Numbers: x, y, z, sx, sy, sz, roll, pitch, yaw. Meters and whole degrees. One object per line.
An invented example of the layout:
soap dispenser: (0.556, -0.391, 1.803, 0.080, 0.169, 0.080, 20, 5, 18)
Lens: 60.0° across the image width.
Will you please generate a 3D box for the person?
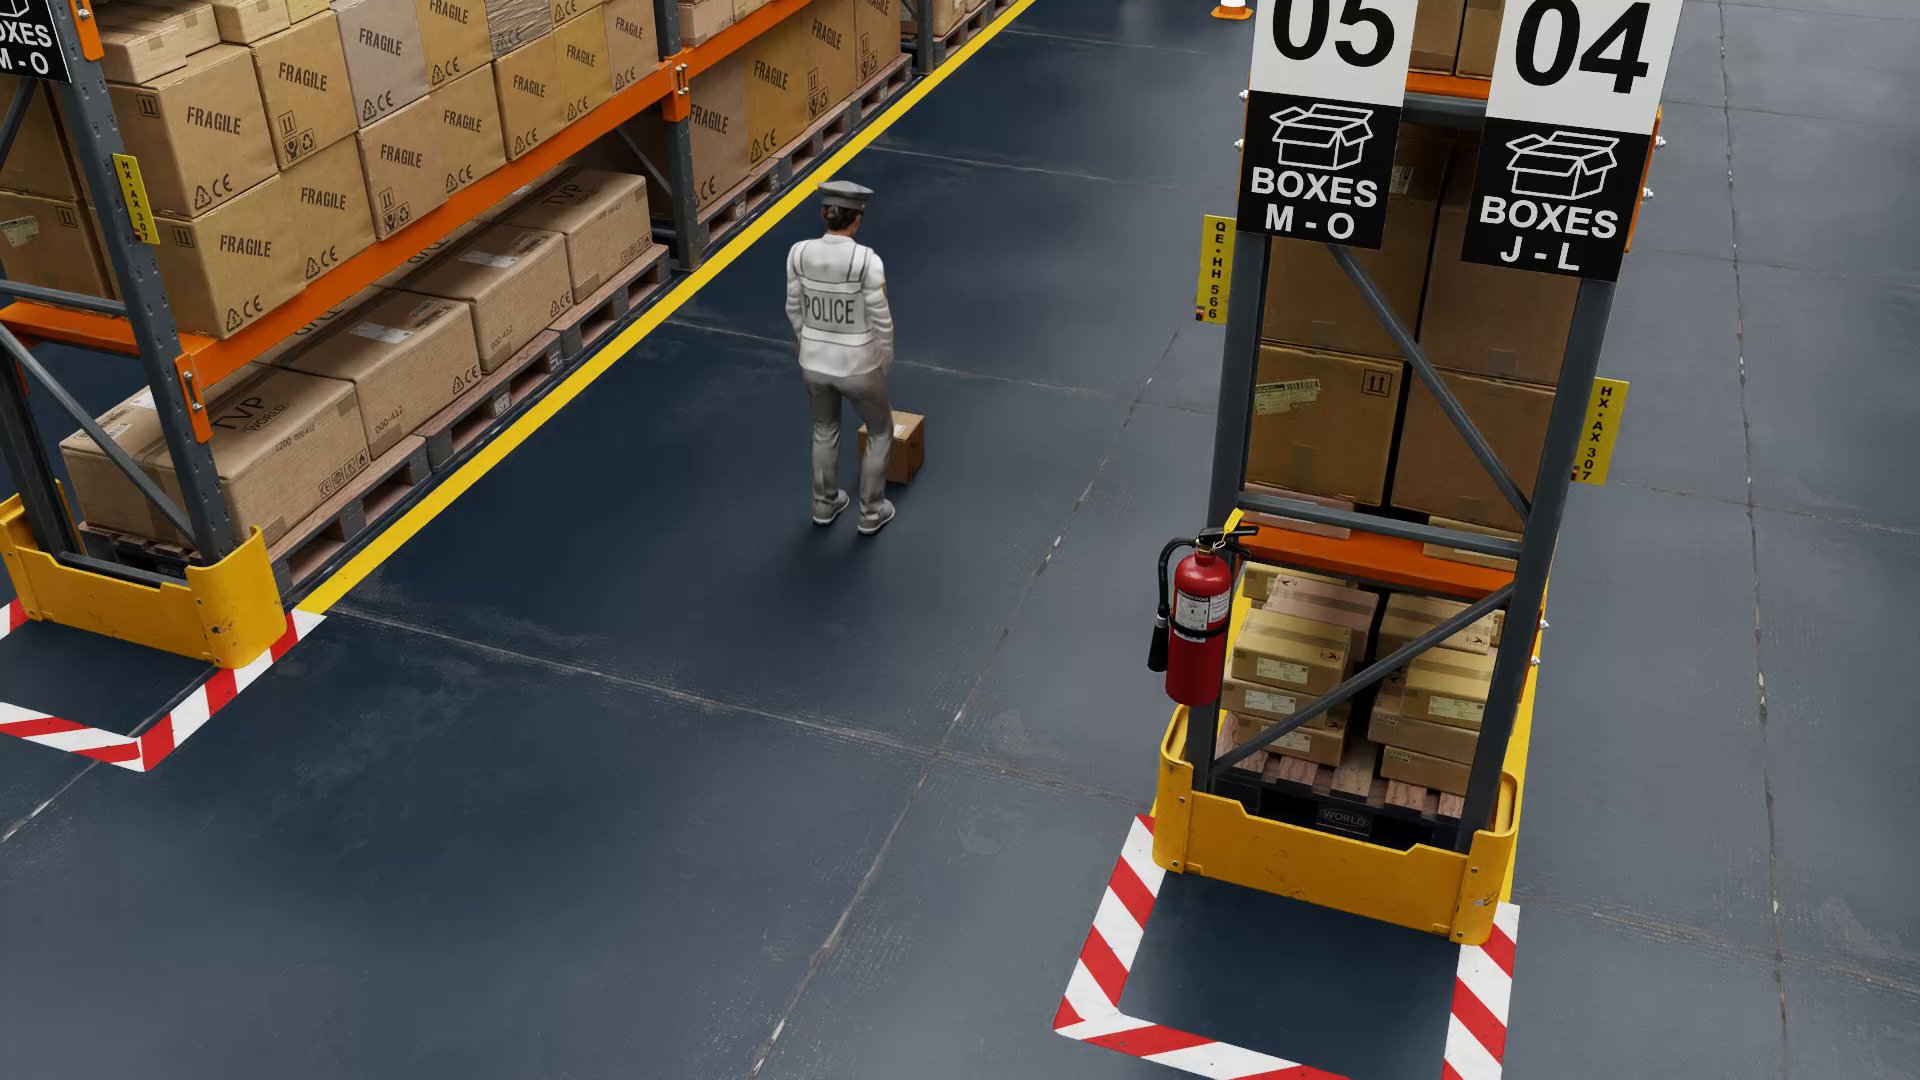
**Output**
person: (-0.523, -0.795, 7.390, 0.500, 1.626, 0.446, 12, 35, 18)
